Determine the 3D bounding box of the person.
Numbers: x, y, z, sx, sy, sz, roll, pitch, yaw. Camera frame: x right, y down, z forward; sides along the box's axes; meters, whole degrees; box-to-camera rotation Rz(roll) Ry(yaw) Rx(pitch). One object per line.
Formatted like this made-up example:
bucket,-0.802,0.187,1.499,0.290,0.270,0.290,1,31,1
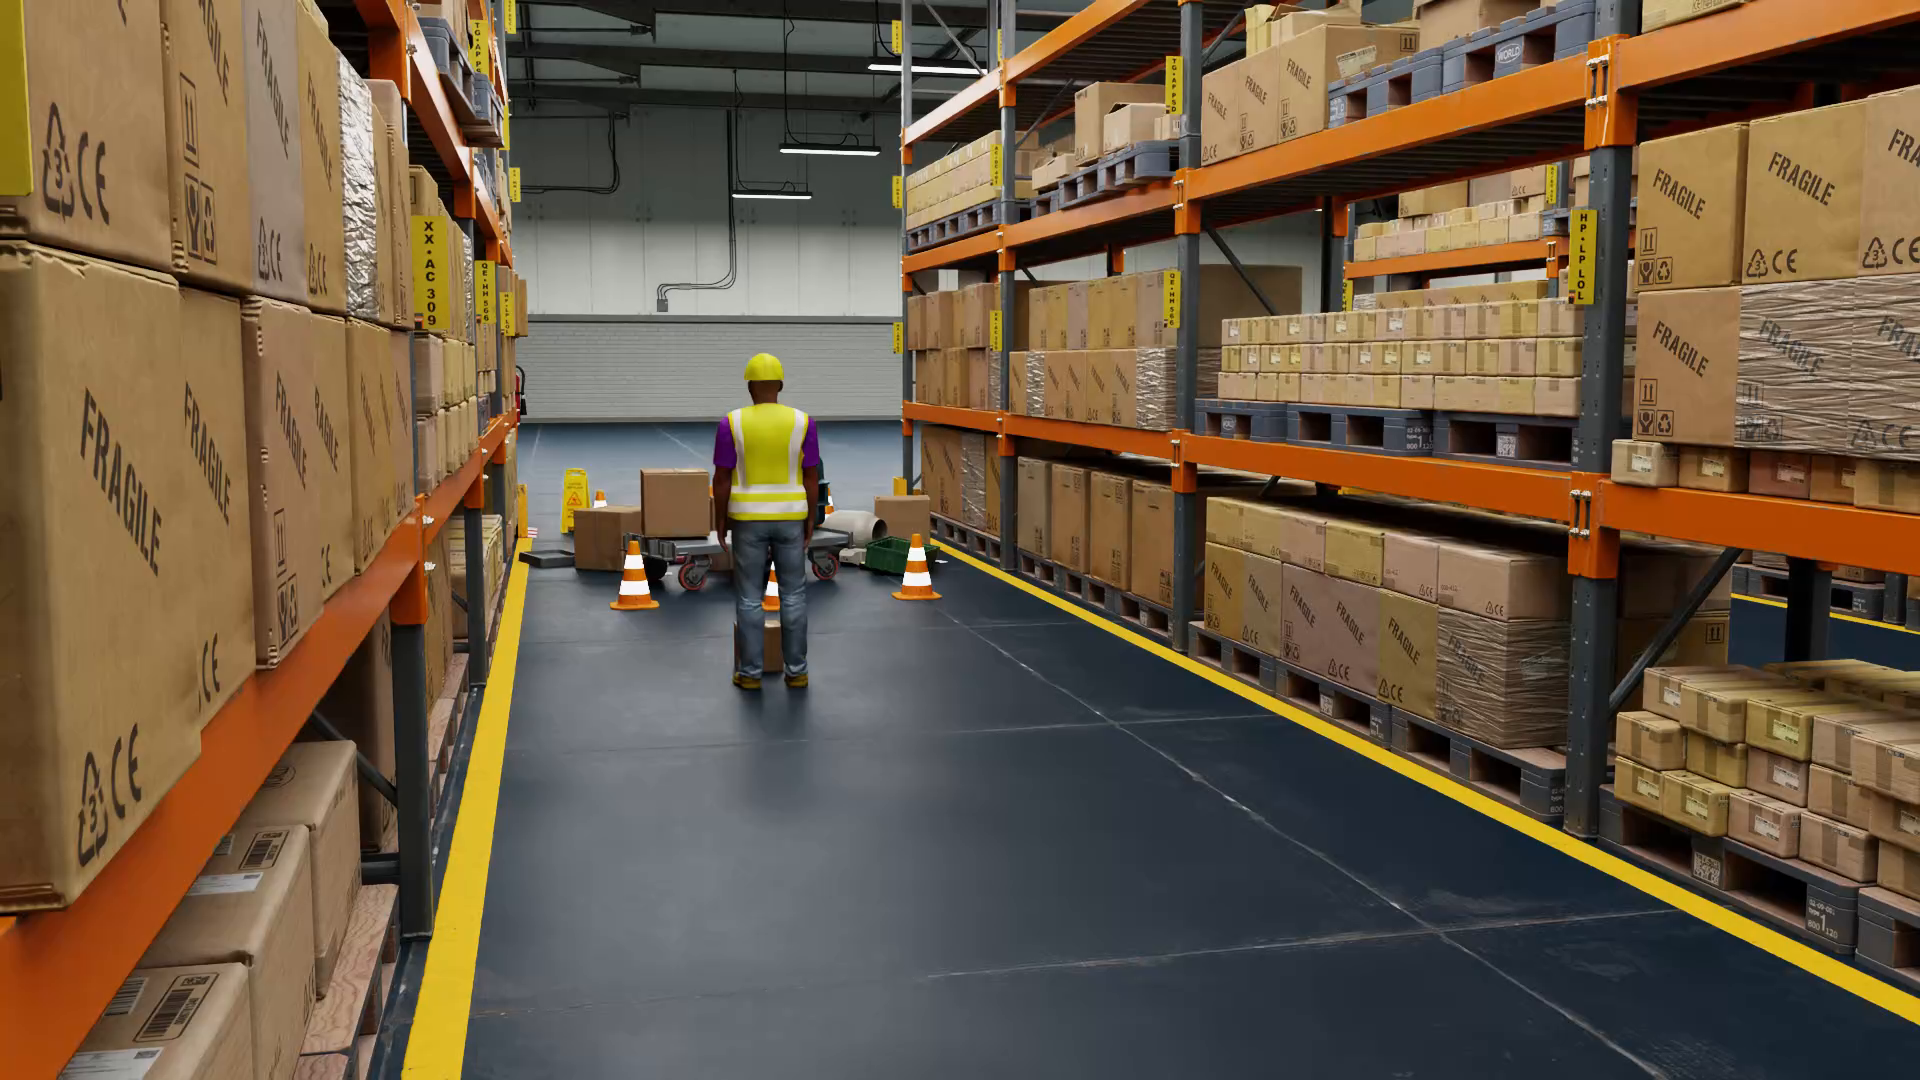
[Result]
person,-1.027,-0.101,8.806,0.561,1.762,0.354,-1,6,-12
